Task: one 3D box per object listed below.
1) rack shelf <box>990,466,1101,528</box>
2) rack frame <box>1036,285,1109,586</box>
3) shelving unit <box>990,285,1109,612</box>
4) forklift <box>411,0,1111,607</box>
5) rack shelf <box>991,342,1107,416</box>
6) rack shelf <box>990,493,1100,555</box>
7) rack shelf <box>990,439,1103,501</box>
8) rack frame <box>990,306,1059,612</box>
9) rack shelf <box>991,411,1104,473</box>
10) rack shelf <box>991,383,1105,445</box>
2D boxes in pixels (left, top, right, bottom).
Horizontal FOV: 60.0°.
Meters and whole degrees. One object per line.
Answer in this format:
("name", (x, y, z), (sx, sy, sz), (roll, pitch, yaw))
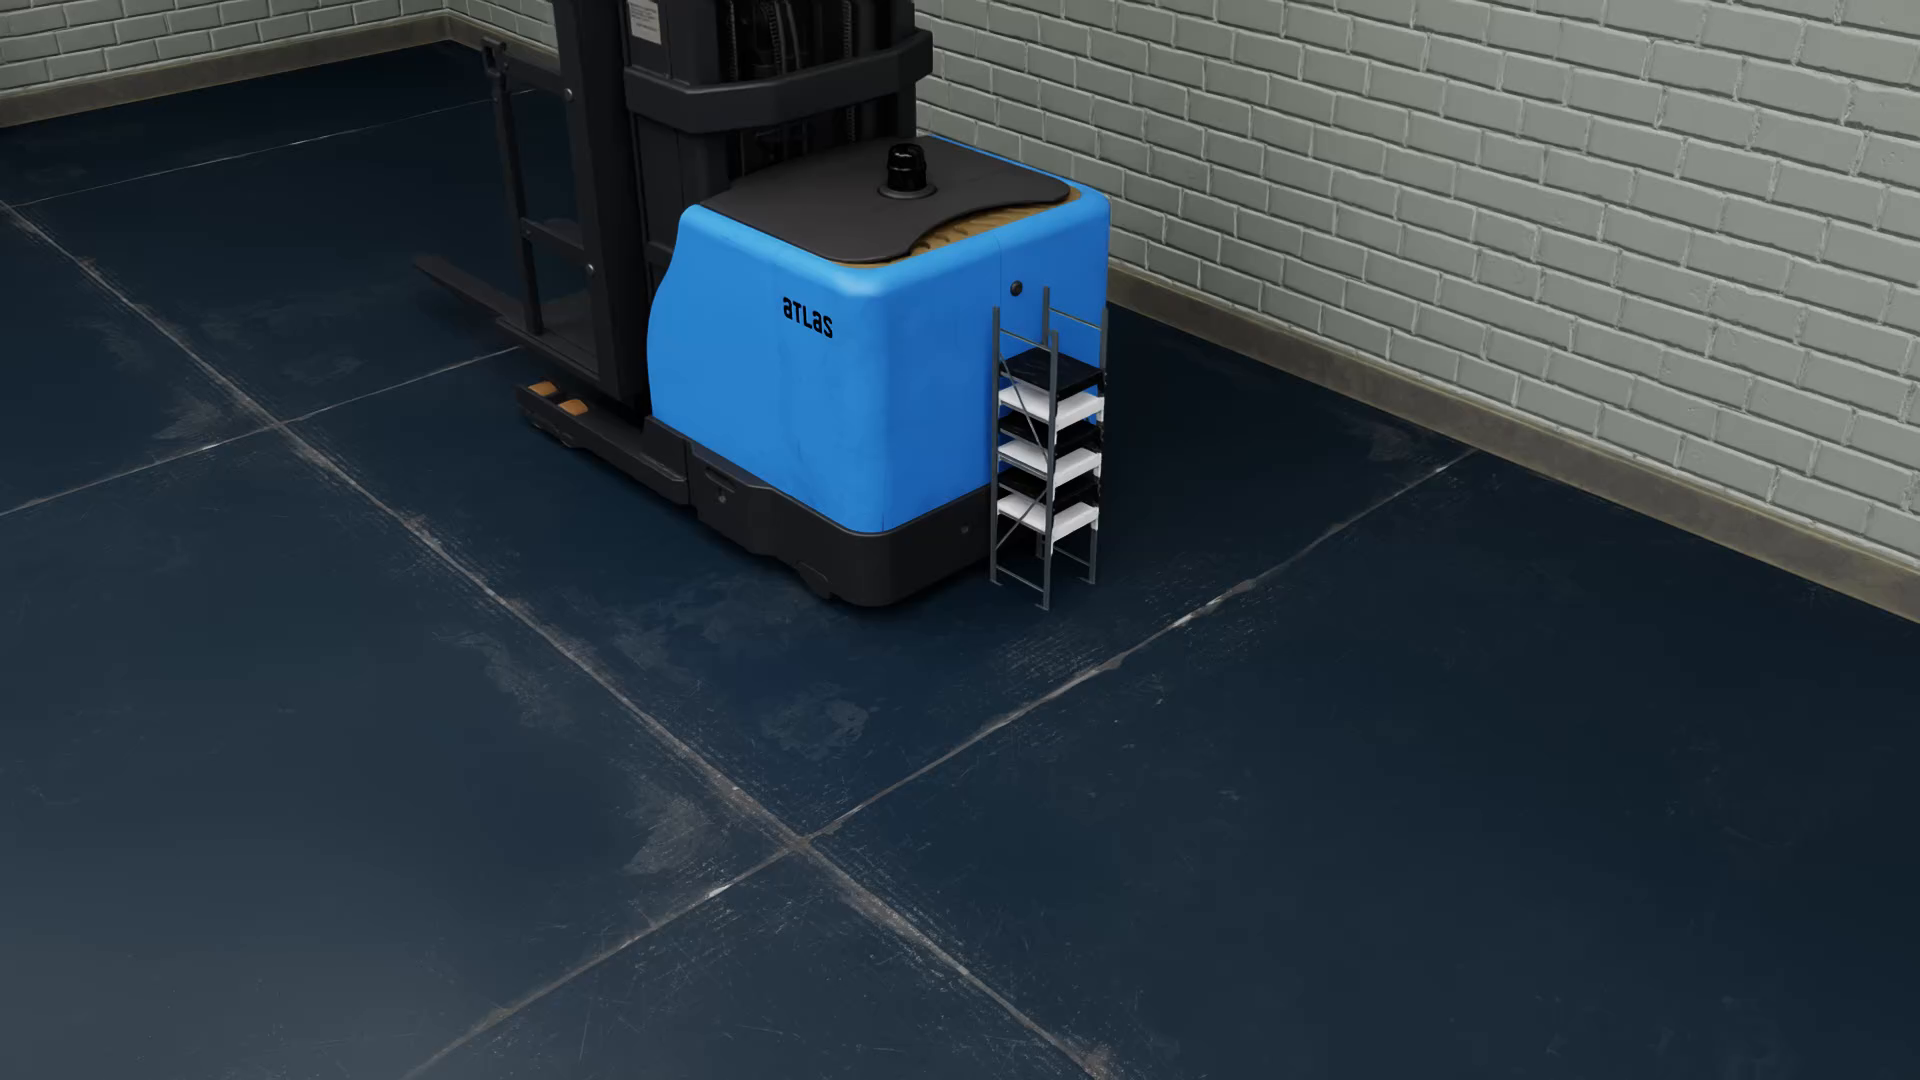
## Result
("rack shelf", (0.250, -0.148, 4.866), (0.200, 0.077, 0.258), (-27, 41, -37))
("rack frame", (0.322, -0.291, 4.863), (0.006, 0.900, 0.240), (-27, 41, -37))
("shelving unit", (0.250, -0.253, 4.802), (0.210, 0.900, 0.258), (-27, 41, -37))
("forklift", (-0.920, -1.734, 5.276), (1.130, 2.935, 3.031), (-26, 40, -36))
("rack shelf", (0.250, -0.455, 4.678), (0.200, 0.077, 0.258), (-27, 41, -37))
("rack shelf", (0.250, -0.071, 4.913), (0.200, 0.077, 0.258), (-27, 41, -37))
("rack shelf", (0.250, -0.225, 4.819), (0.200, 0.077, 0.258), (-27, 41, -37))
("rack frame", (0.177, -0.216, 4.741), (0.006, 0.900, 0.240), (-27, 41, -37))
("rack shelf", (0.250, -0.302, 4.772), (0.200, 0.077, 0.258), (-27, 41, -37))
("rack shelf", (0.250, -0.379, 4.725), (0.200, 0.077, 0.258), (-27, 41, -37))
